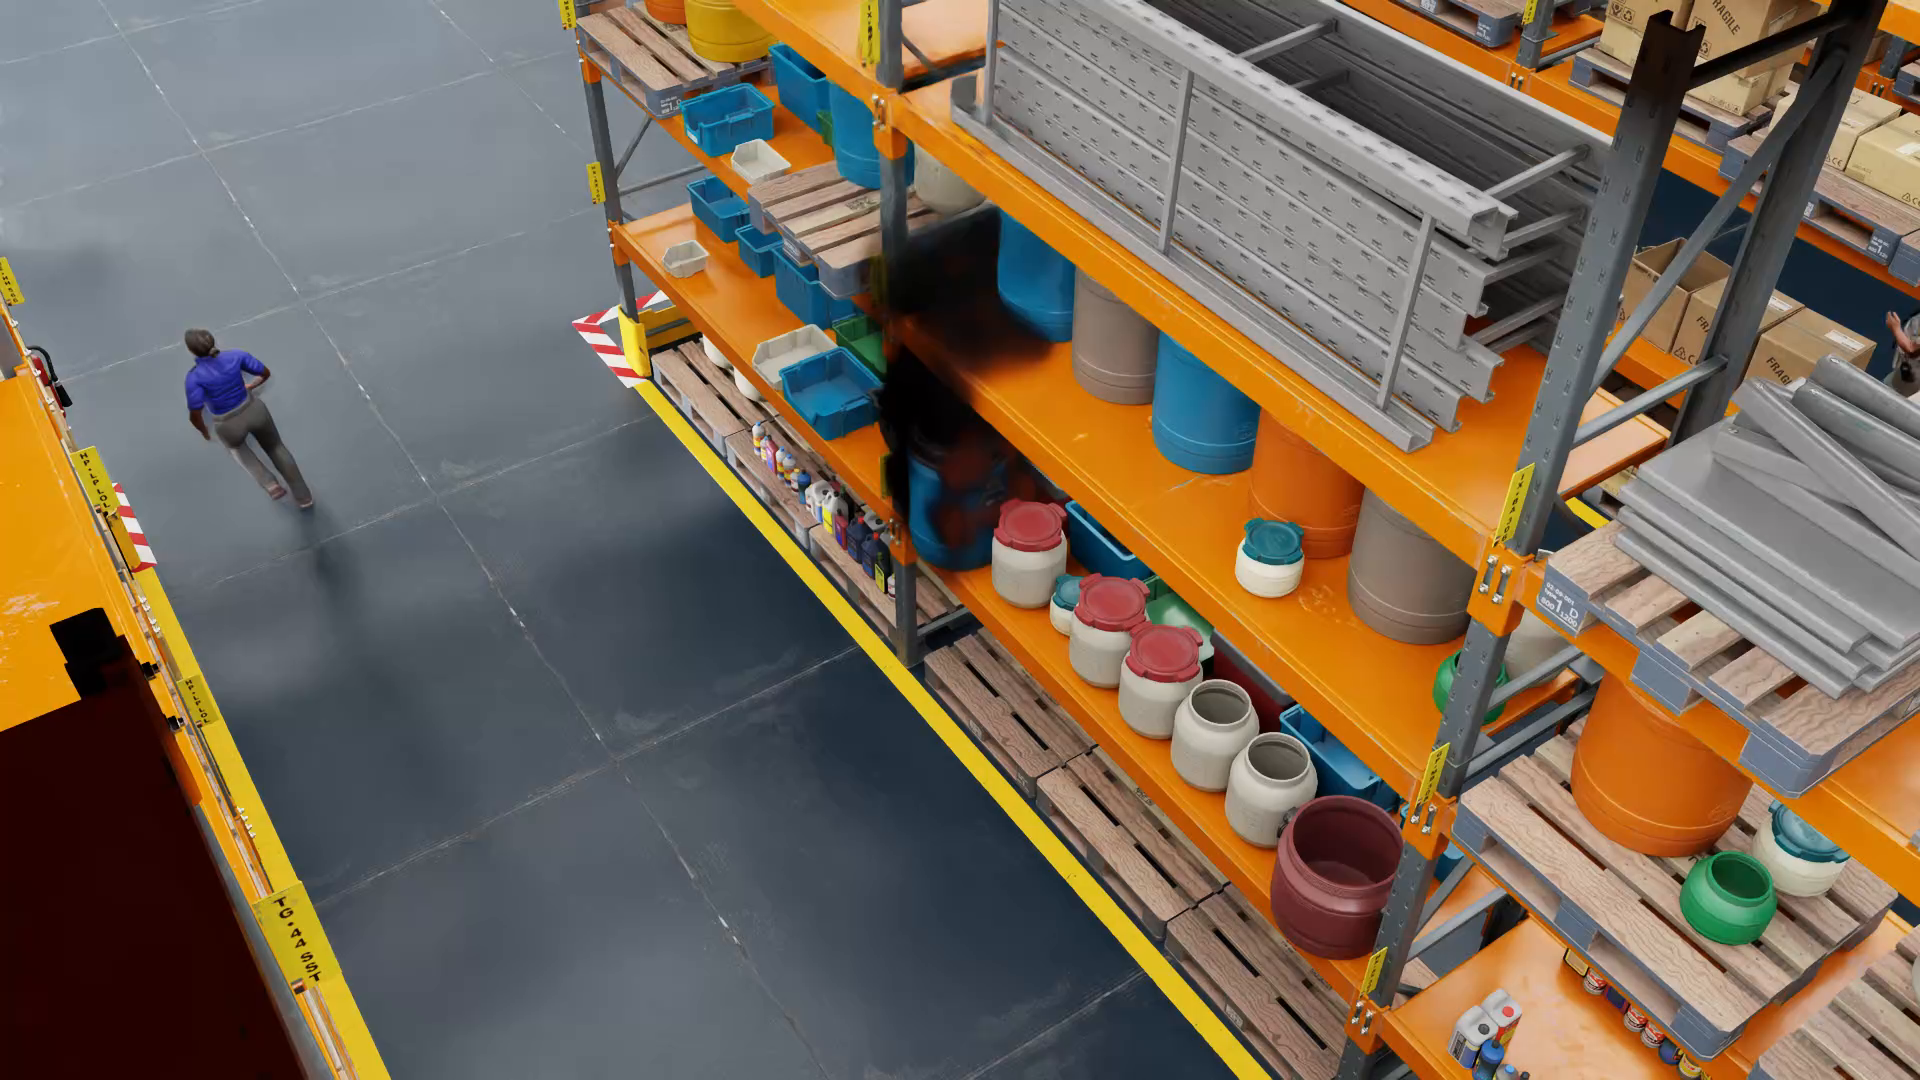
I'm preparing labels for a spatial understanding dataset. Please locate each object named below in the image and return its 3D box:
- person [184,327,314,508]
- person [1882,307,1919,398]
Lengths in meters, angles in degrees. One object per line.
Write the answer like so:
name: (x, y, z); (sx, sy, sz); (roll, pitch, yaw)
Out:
person: (-5.019, -0.836, 11.498); (0.635, 1.582, 0.550); (-32, 51, -30)
person: (6.779, -1.152, 11.710); (0.637, 1.828, 0.890); (-28, 50, -27)
